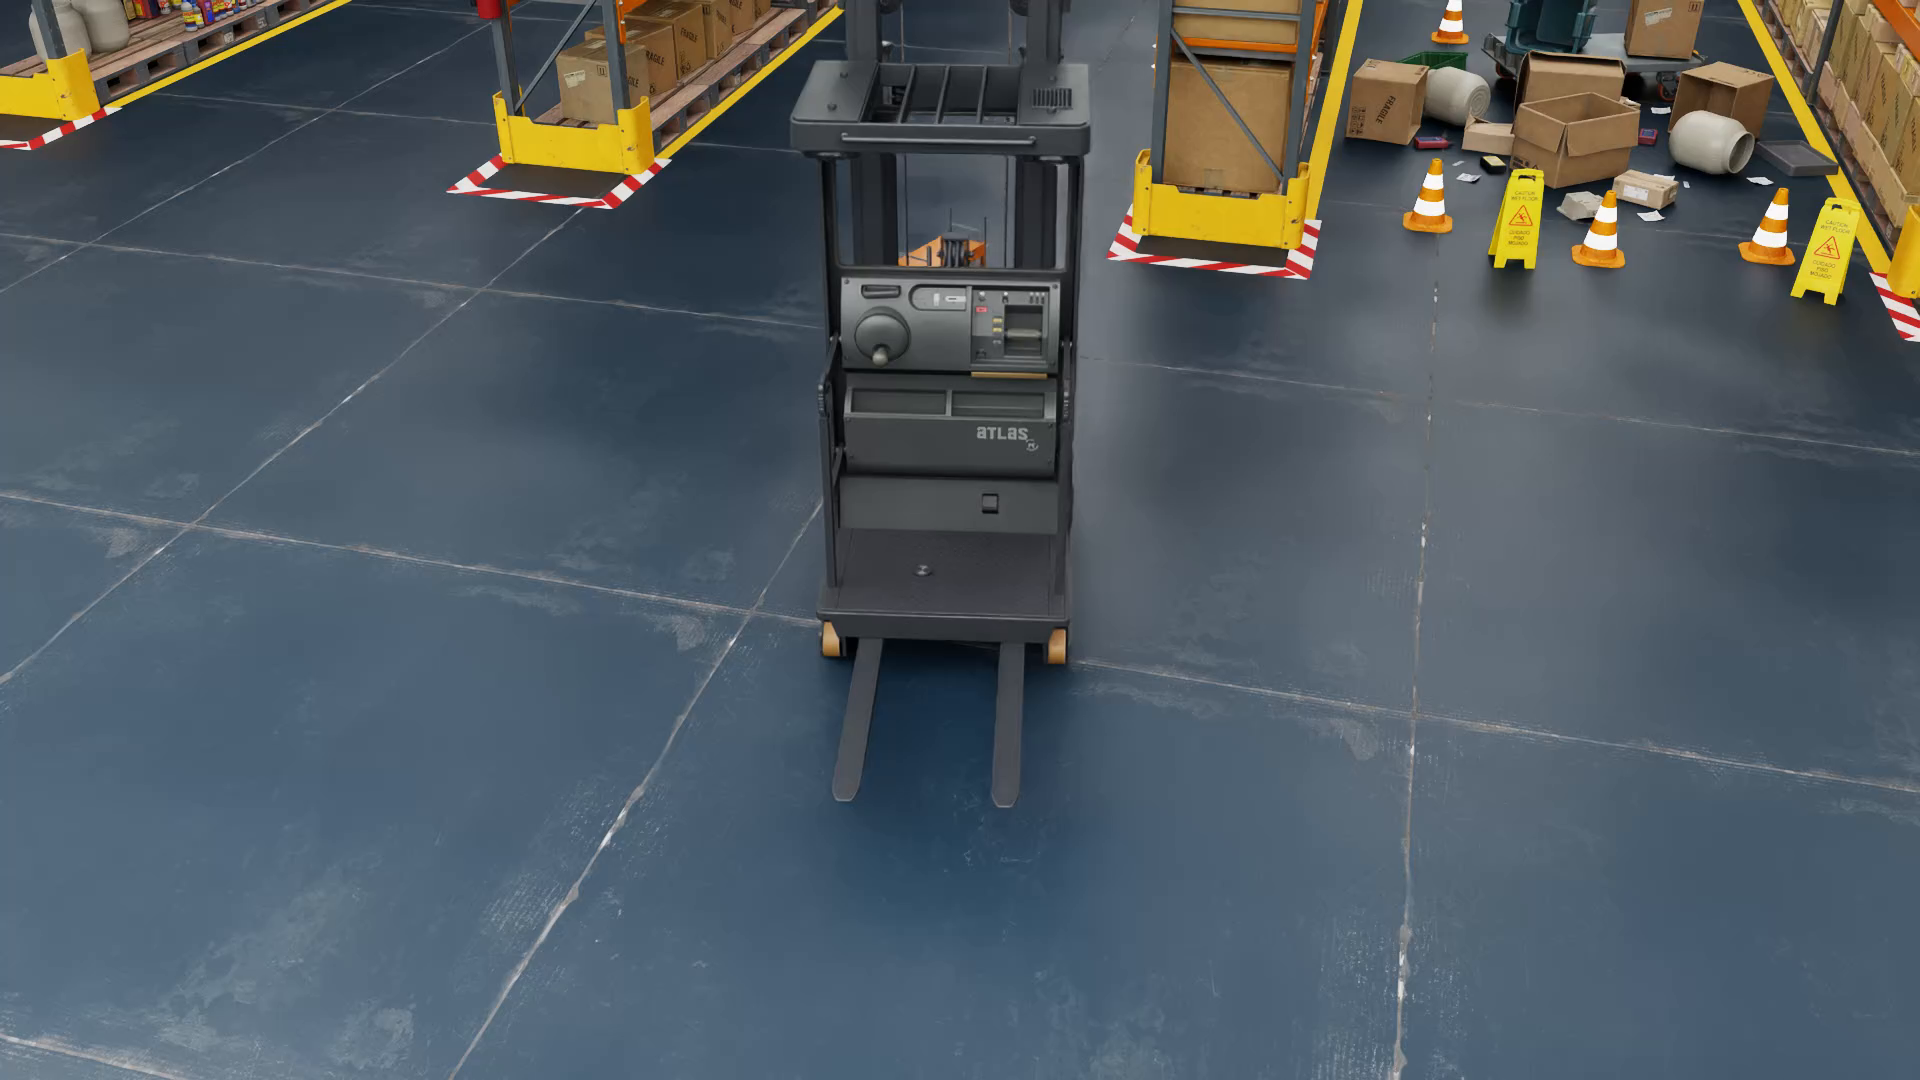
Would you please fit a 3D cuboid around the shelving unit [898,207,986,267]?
[{"bbox_3d":[-0.105,-1.108,8.874,0.258,1.200,0.503,21,38,29],"label":"shelving unit"}]

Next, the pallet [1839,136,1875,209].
[{"bbox_3d":[7.189,-2.717,12.326,1.003,0.211,1.213,8,33,12],"label":"pallet"}]

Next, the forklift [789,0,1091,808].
[{"bbox_3d":[-0.050,-0.865,6.878,1.130,2.935,3.031,2,32,3],"label":"forklift"}]

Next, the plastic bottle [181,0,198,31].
[{"bbox_3d":[-6.997,-4.762,15.078,0.097,0.271,0.097,0,32,0],"label":"plastic bottle"}]

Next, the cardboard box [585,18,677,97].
[{"bbox_3d":[-2.675,-3.914,13.550,0.500,0.500,0.500,17,36,25],"label":"cardboard box"}]

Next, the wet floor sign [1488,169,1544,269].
[{"bbox_3d":[3.712,-2.149,11.030,0.267,0.644,0.232,3,33,4],"label":"wet floor sign"}]

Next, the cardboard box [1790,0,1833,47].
[{"bbox_3d":[7.942,-4.596,14.742,0.950,0.372,0.625,10,34,15],"label":"cardboard box"}]

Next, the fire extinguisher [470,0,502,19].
[{"bbox_3d":[-3.443,-4.126,12.016,0.296,0.674,0.183,8,33,12],"label":"fire extinguisher"}]

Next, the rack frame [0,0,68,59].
[{"bbox_3d":[-7.759,-4.830,13.051,1.000,3.000,0.127,8,33,12],"label":"rack frame"}]

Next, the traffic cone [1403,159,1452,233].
[{"bbox_3d":[3.312,-2.439,11.656,0.336,0.463,0.334,8,33,12],"label":"traffic cone"}]

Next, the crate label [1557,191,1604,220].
[{"bbox_3d":[4.458,-2.388,11.878,0.250,0.136,0.298,-8,33,-13],"label":"crate label"}]

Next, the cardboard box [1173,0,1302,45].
[{"bbox_3d":[1.854,-3.690,11.118,0.875,0.550,0.550,8,33,12],"label":"cardboard box"}]

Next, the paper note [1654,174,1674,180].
[{"bbox_3d":[5.293,-2.730,12.527,0.148,0.019,0.142,20,38,29],"label":"paper note"}]

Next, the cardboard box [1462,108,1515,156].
[{"bbox_3d":[4.164,-3.207,13.047,0.396,0.266,0.258,14,35,21],"label":"cardboard box"}]

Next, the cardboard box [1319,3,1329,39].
[{"bbox_3d":[2.889,-5.065,15.128,1.050,0.750,0.750,8,33,12],"label":"cardboard box"}]

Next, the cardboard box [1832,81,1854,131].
[{"bbox_3d":[7.097,-3.351,12.896,0.500,0.250,0.500,10,34,15],"label":"cardboard box"}]

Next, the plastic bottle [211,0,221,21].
[{"bbox_3d":[-6.910,-4.940,15.358,0.097,0.271,0.097,0,32,0],"label":"plastic bottle"}]

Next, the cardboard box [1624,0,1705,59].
[{"bbox_3d":[5.903,-4.373,13.957,0.500,0.500,0.500,8,33,12],"label":"cardboard box"}]

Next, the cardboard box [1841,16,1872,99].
[{"bbox_3d":[7.097,-3.666,12.694,0.500,0.500,0.500,9,34,14],"label":"cardboard box"}]

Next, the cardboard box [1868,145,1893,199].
[{"bbox_3d":[6.701,-2.547,11.632,0.500,0.250,0.500,8,33,13],"label":"cardboard box"}]

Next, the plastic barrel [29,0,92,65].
[{"bbox_3d":[-7.666,-4.309,14.159,0.421,0.512,0.421,0,32,0],"label":"plastic barrel"}]

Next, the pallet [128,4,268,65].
[{"bbox_3d":[-7.262,-4.751,15.526,1.003,0.211,1.213,8,33,12],"label":"pallet"}]

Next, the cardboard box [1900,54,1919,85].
[{"bbox_3d":[6.664,-3.194,11.346,0.380,0.149,0.250,9,33,13],"label":"cardboard box"}]

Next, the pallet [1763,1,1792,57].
[{"bbox_3d":[8.136,-4.744,15.516,1.003,0.211,1.213,8,33,12],"label":"pallet"}]

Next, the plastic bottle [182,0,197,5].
[{"bbox_3d":[-7.356,-5.253,15.847,0.152,0.276,0.135,8,33,12],"label":"plastic bottle"}]

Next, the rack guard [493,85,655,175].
[{"bbox_3d":[-2.949,-3.140,12.723,1.175,0.500,0.348,8,33,12],"label":"rack guard"}]

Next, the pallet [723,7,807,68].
[{"bbox_3d":[-2.089,-4.701,15.448,1.003,0.211,1.213,8,33,12],"label":"pallet"}]

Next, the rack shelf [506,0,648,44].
[{"bbox_3d":[-2.461,-4.890,13.816,1.077,0.370,4.000,8,33,12],"label":"rack shelf"}]

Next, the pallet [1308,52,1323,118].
[{"bbox_3d":[2.550,-3.943,14.255,1.003,0.211,1.213,8,33,12],"label":"pallet"}]

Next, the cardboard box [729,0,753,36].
[{"bbox_3d":[-2.231,-4.853,15.026,0.500,0.500,0.500,19,37,27],"label":"cardboard box"}]

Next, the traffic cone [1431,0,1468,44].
[{"bbox_3d":[4.620,-4.923,15.563,0.336,0.463,0.334,8,33,12],"label":"traffic cone"}]

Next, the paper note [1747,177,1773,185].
[{"bbox_3d":[6.005,-2.699,12.467,0.142,0.019,0.148,-3,33,-4],"label":"paper note"}]

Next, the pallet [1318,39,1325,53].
[{"bbox_3d":[2.942,-4.737,15.505,1.003,0.211,1.213,8,33,12],"label":"pallet"}]

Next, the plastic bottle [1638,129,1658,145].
[{"bbox_3d":[5.491,-3.227,13.270,0.133,0.061,0.283,14,35,21],"label":"plastic bottle"}]

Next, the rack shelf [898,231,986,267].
[{"bbox_3d":[-0.105,-1.439,8.663,0.258,0.148,0.480,21,38,29],"label":"rack shelf"}]

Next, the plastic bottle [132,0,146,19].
[{"bbox_3d":[-7.626,-5.006,15.457,0.152,0.276,0.135,8,33,13],"label":"plastic bottle"}]

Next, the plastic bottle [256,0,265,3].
[{"bbox_3d":[-6.759,-5.332,15.901,0.144,0.351,0.185,8,33,12],"label":"plastic bottle"}]

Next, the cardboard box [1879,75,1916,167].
[{"bbox_3d":[6.698,-2.862,11.428,0.500,0.500,0.500,9,34,14],"label":"cardboard box"}]

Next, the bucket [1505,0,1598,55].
[{"bbox_3d":[5.014,-4.379,13.976,0.726,0.611,0.620,20,28,29],"label":"bucket"}]

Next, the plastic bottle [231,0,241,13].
[{"bbox_3d":[-6.834,-5.097,15.605,0.097,0.271,0.097,0,32,0],"label":"plastic bottle"}]

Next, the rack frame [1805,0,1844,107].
[{"bbox_3d":[7.632,-4.882,13.133,1.000,3.000,0.127,8,33,12],"label":"rack frame"}]

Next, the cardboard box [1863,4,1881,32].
[{"bbox_3d":[7.003,-3.896,12.450,0.380,0.149,0.250,9,34,14],"label":"cardboard box"}]

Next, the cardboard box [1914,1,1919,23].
[{"bbox_3d":[6.762,-3.596,11.346,0.380,0.149,0.250,8,33,12],"label":"cardboard box"}]
